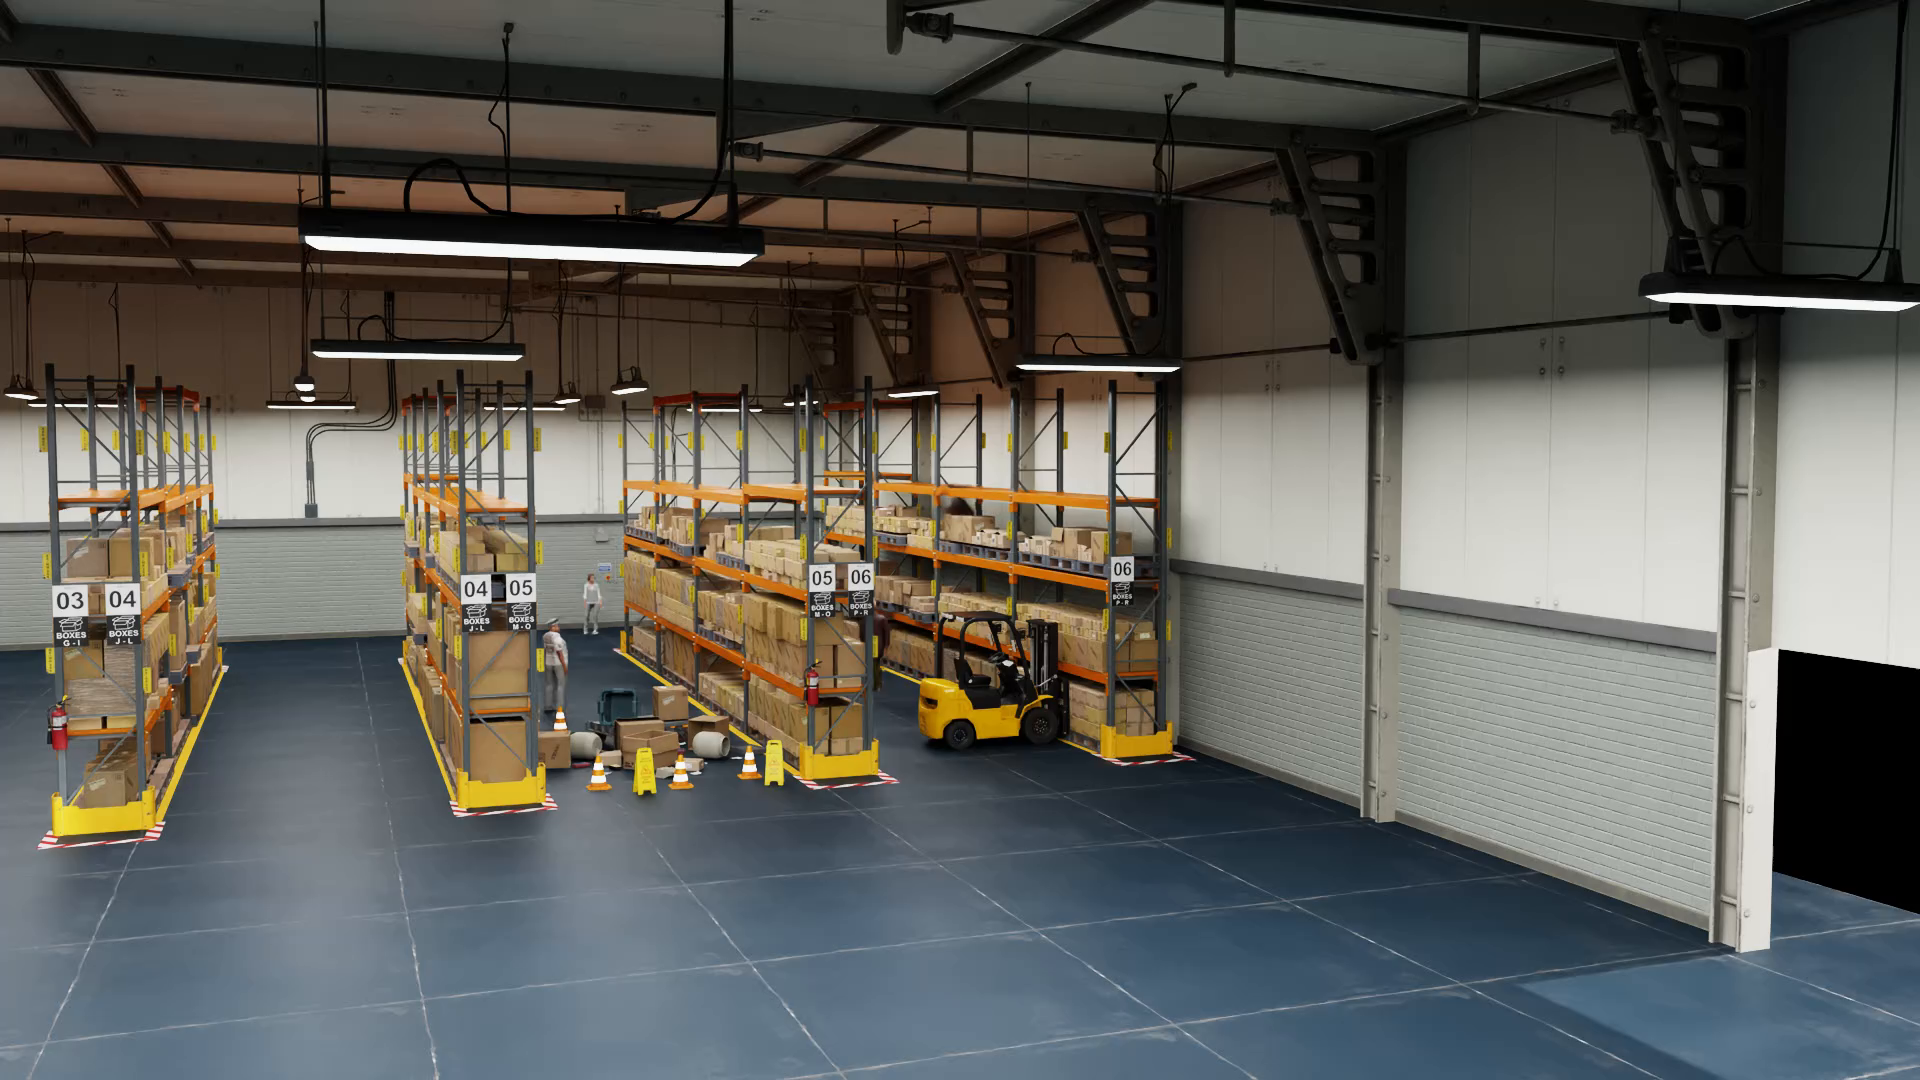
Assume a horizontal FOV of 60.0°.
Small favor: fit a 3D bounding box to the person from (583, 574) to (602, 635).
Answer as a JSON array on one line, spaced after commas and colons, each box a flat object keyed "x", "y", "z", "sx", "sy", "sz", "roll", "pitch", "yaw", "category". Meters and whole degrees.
[{"x": -9.626, "y": 1.694, "z": 43.501, "sx": 0.480, "sy": 1.638, "sz": 0.341, "roll": 0, "pitch": 3, "yaw": 3, "category": "person"}]

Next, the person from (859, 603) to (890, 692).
[{"x": -1.700, "y": 2.093, "z": 32.424, "sx": 0.566, "sy": 1.811, "sz": 0.662, "roll": -2, "pitch": 4, "yaw": -32, "category": "person"}]

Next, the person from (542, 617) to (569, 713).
[{"x": -7.498, "y": 2.316, "z": 30.934, "sx": 0.569, "sy": 1.773, "sz": 0.490, "roll": 2, "pitch": 4, "yaw": 27, "category": "person"}]
